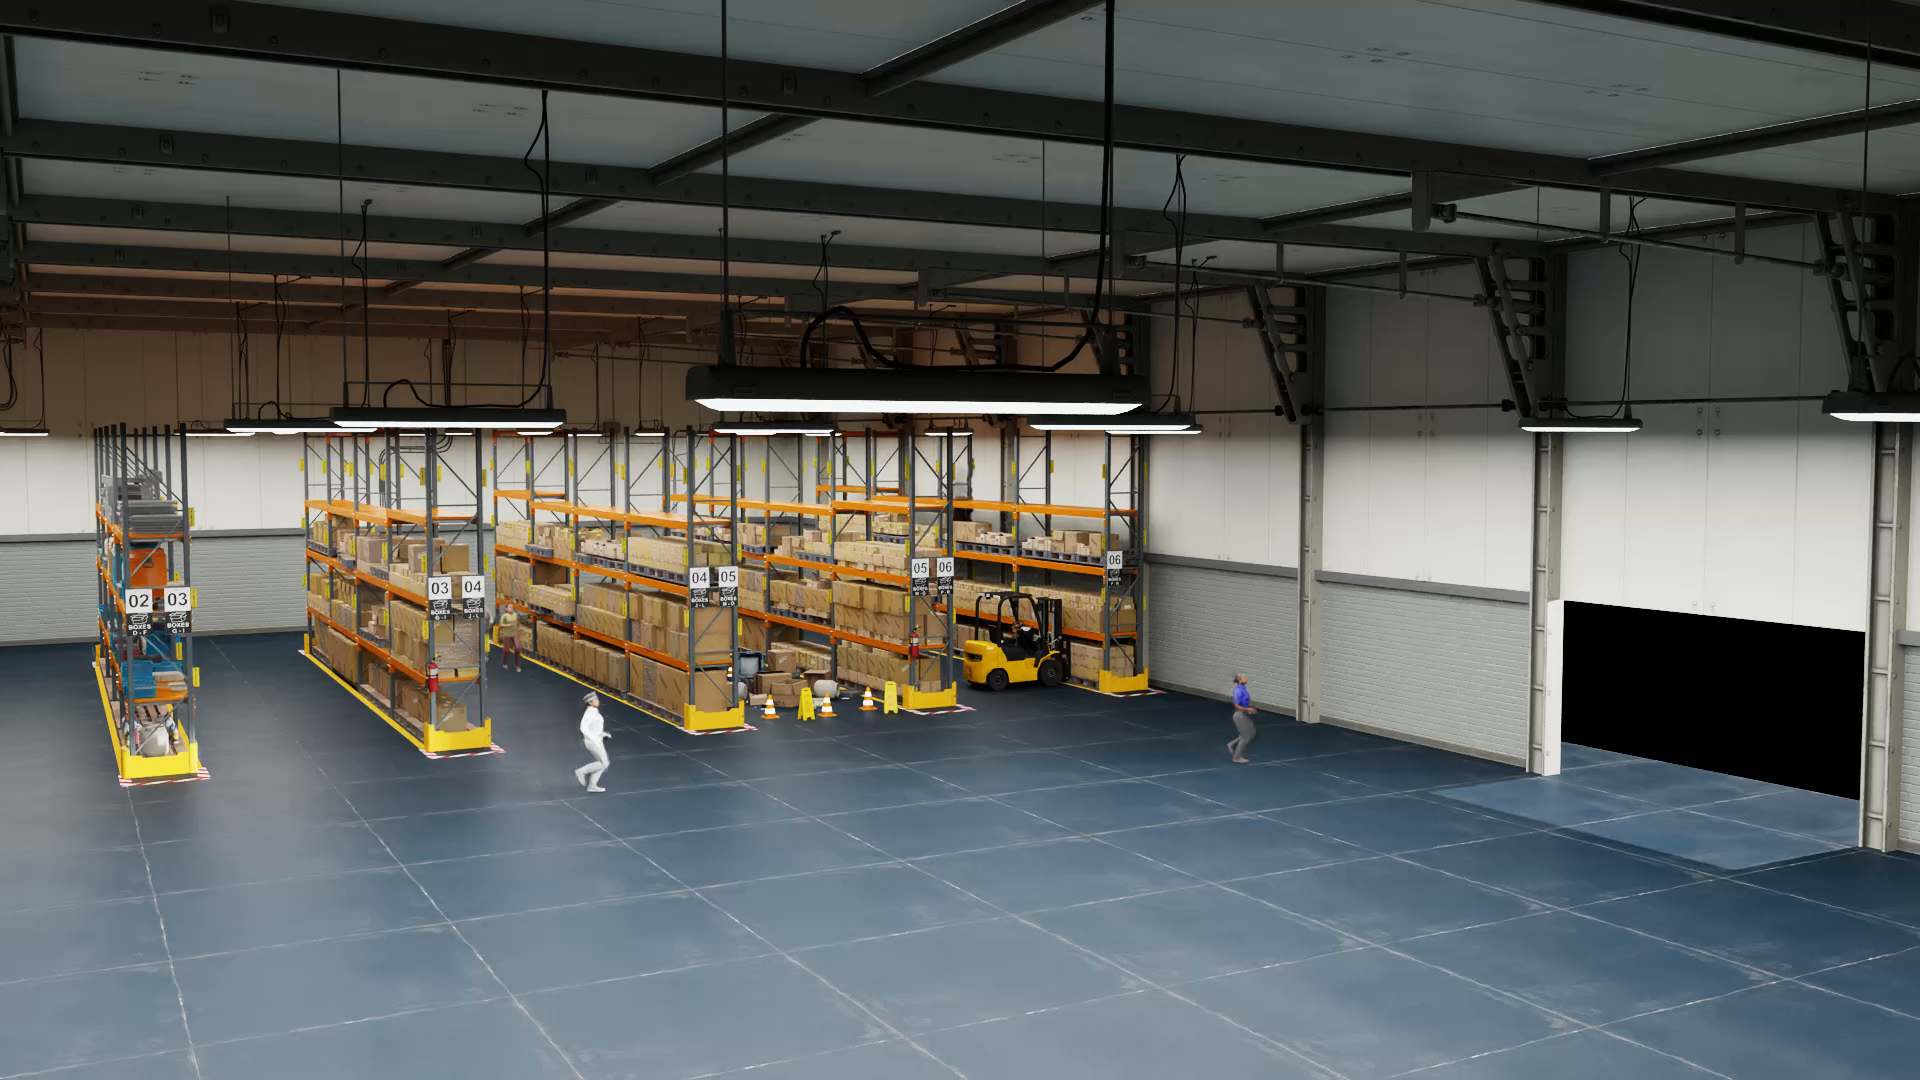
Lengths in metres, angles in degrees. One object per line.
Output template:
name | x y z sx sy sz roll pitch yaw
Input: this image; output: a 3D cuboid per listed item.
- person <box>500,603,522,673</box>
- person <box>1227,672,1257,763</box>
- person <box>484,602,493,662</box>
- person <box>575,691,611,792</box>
person | -11.100 2.403 41.058 0.565 1.734 0.748 -2 4 -32
person | 5.014 3.134 29.397 0.550 1.608 0.571 1 4 18
person | -12.395 2.352 43.111 0.538 1.583 0.884 -2 4 -32
person | -5.920 3.269 26.961 0.497 1.644 0.614 0 3 -5
